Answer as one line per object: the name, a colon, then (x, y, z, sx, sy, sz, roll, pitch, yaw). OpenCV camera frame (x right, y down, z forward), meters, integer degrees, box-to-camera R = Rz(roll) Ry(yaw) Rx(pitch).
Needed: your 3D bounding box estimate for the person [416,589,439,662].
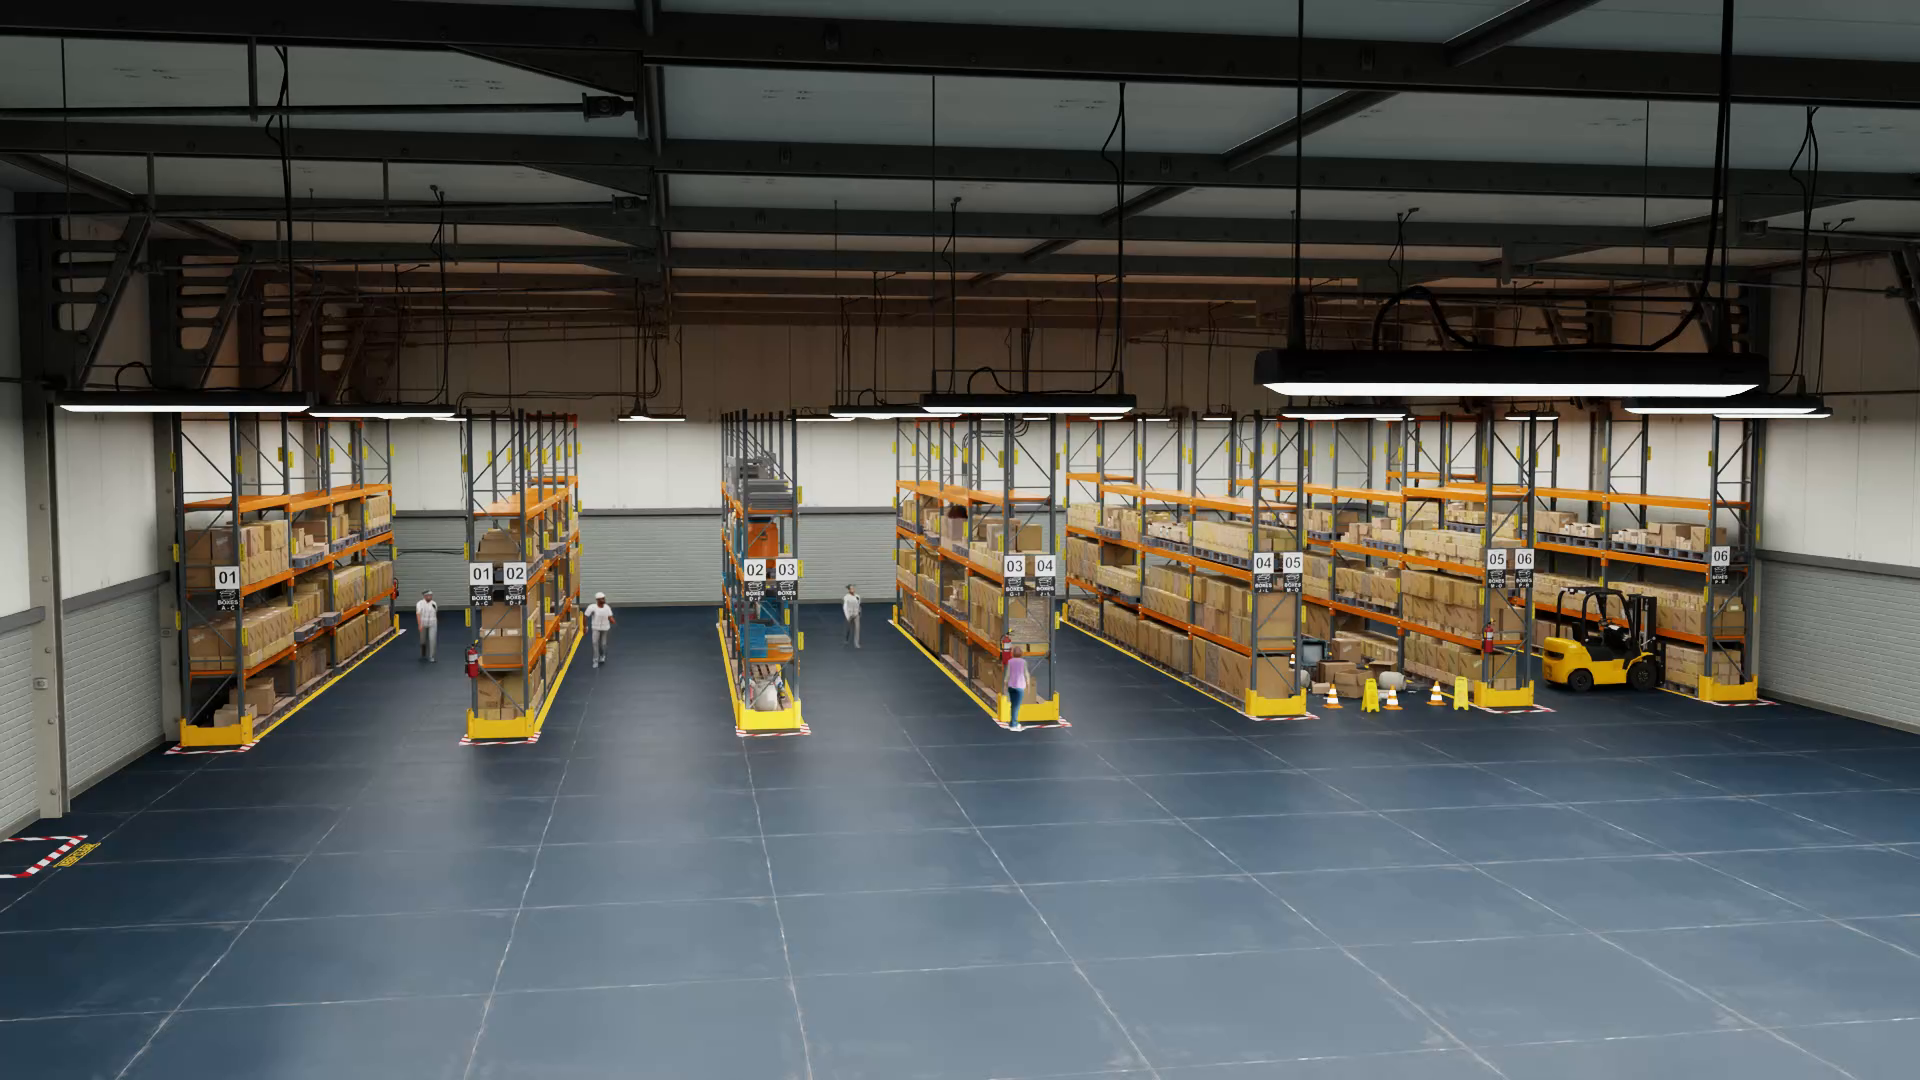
person: (-12.866, 2.042, 40.214, 0.515, 1.727, 0.857, -1, 4, -13)

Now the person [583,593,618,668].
person: (-8.535, 2.118, 39.486, 0.808, 1.748, 0.994, -1, 4, -9)

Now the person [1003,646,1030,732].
person: (1.087, 2.763, 31.126, 0.467, 1.587, 0.569, 3, 5, 37)

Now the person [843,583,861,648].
person: (-2.750, 1.928, 42.566, 0.501, 1.646, 0.952, -1, 4, -16)
